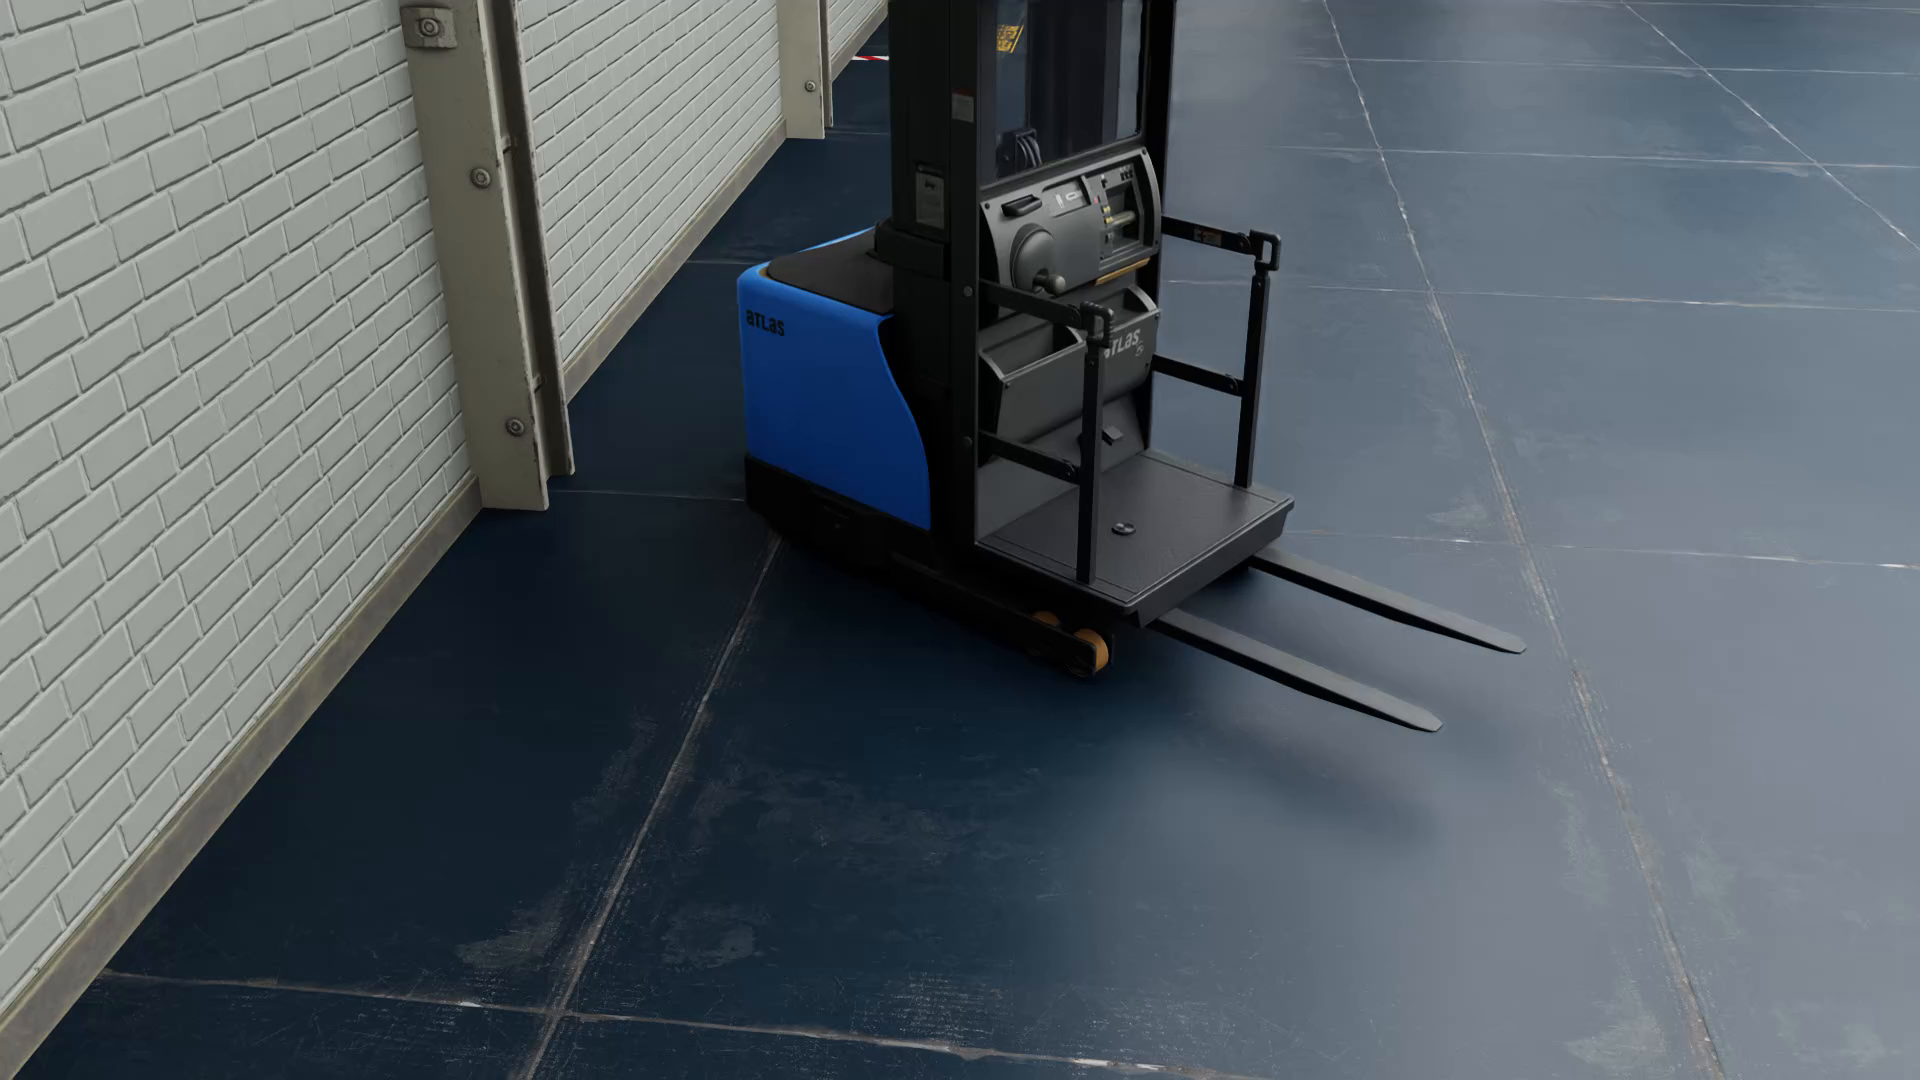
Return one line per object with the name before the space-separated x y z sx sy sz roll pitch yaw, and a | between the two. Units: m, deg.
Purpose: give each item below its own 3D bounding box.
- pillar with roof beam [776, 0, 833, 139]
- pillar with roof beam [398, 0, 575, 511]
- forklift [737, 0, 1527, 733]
pillar with roof beam | 3.137 -6.761 9.811 9.100 9.000 0.400 3 28 6
pillar with roof beam | 2.402 -3.936 4.569 9.100 9.000 0.400 3 28 6
forklift | 0.559 -1.090 5.683 3.031 2.935 1.130 23 36 36
